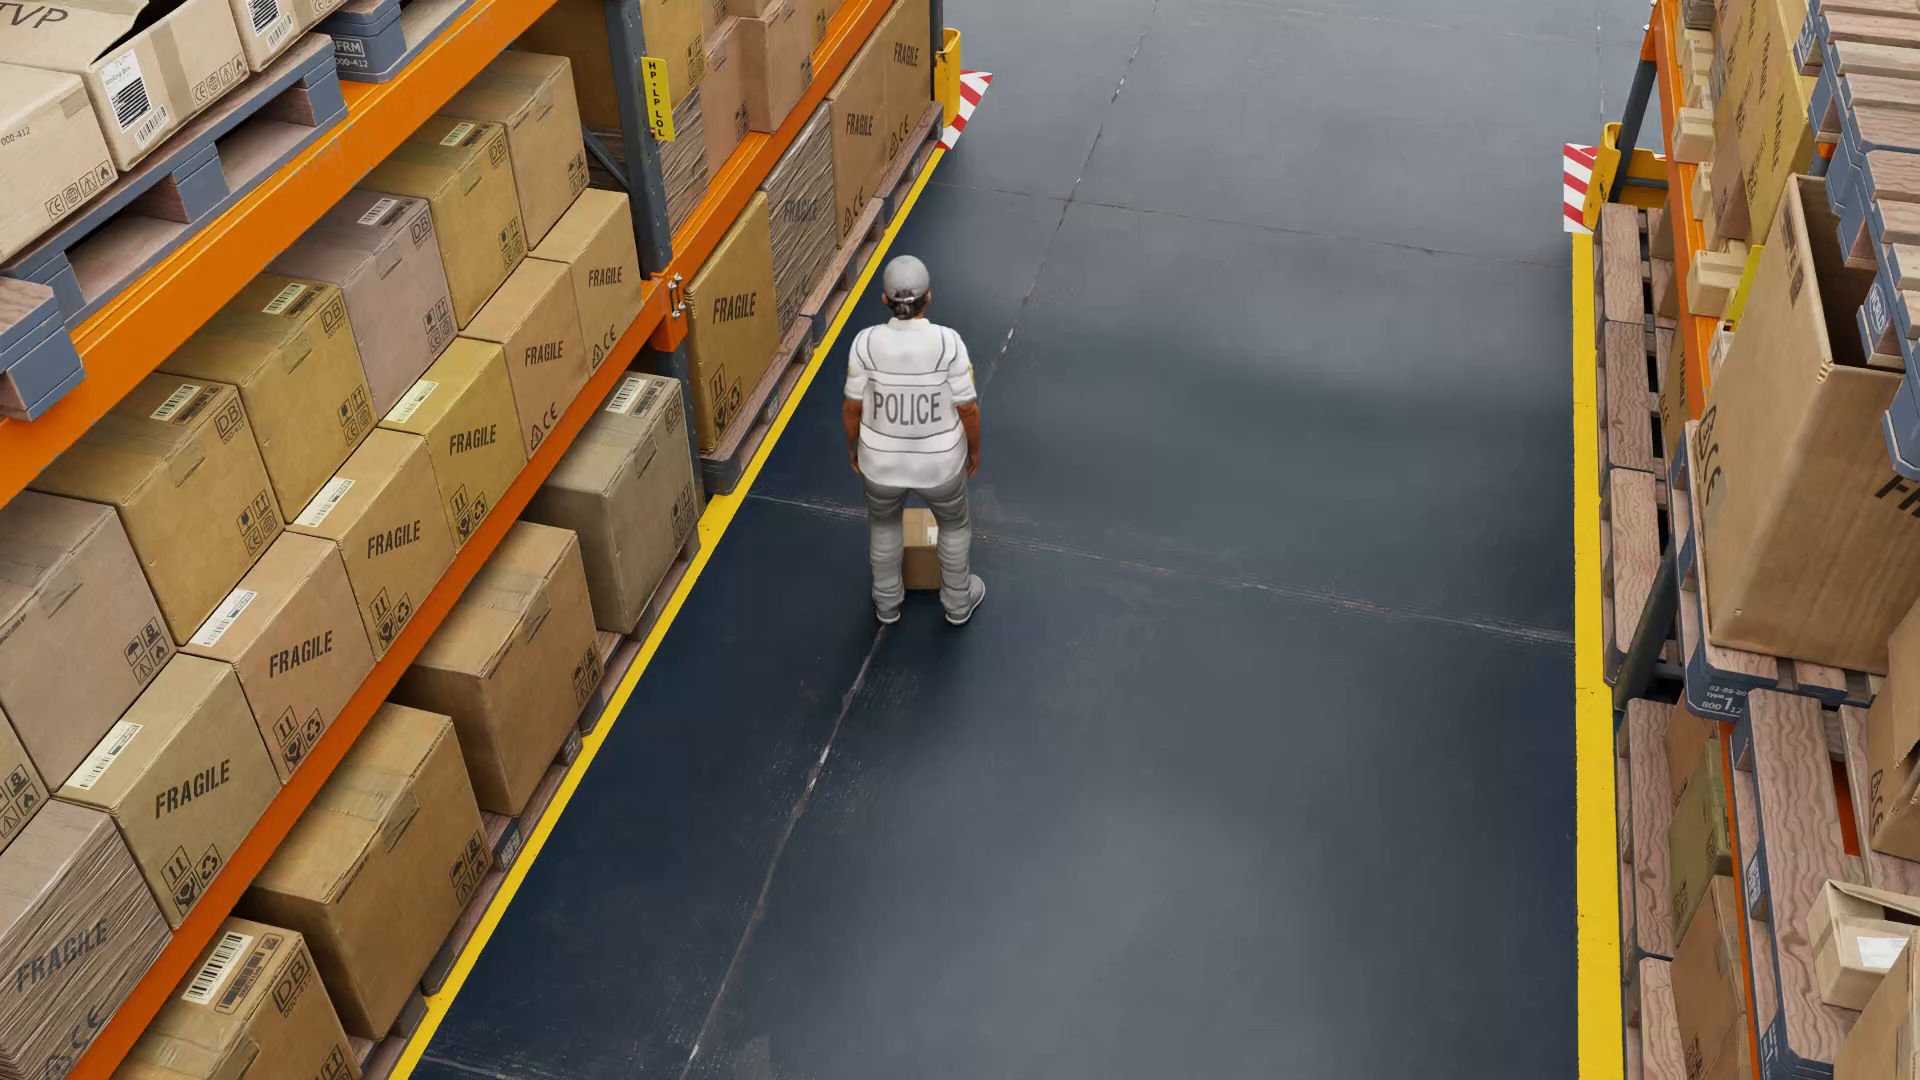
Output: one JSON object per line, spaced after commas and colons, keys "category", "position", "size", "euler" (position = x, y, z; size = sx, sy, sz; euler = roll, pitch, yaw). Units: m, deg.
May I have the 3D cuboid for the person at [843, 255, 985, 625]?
{"category": "person", "position": [-0.172, -0.351, 6.553], "size": [0.548, 1.666, 0.473], "euler": [3, 41, 3]}
